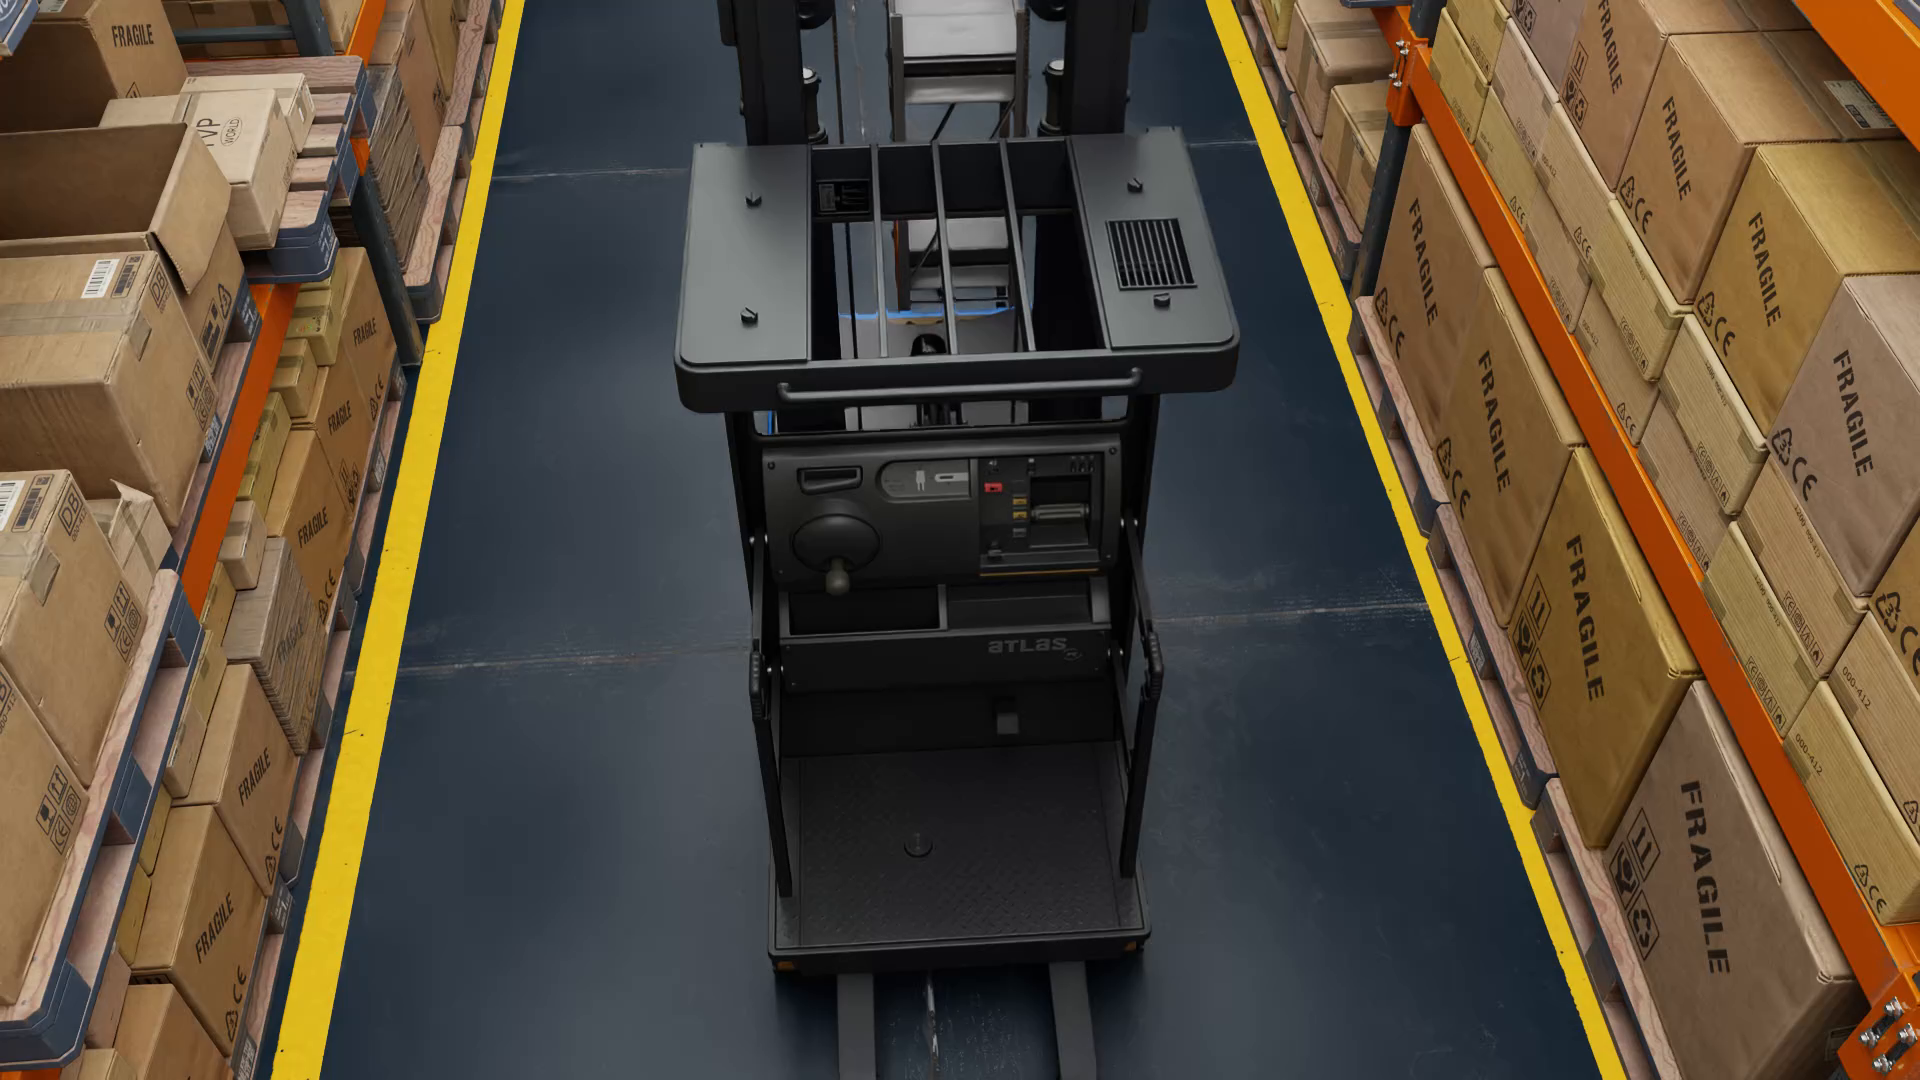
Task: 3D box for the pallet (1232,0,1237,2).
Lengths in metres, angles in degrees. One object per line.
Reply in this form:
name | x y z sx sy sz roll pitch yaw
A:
pallet | 1.928 -3.442 9.364 1.003 0.211 1.213 -3 47 -3

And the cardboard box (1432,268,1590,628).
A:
cardboard box | 2.241 -0.333 5.674 0.875 0.875 0.875 -3 47 -3

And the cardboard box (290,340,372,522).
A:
cardboard box | -2.469 -0.394 5.990 0.500 0.500 0.500 -4 47 -4

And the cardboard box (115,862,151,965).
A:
cardboard box | -2.313 0.965 4.256 0.380 0.149 0.250 -6 47 -5

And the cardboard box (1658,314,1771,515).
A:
cardboard box | 2.153 -0.336 4.261 0.500 0.250 0.500 -2 47 -2

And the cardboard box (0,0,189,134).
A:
cardboard box | -2.863 -1.562 5.305 0.500 0.500 0.500 -2 47 -1

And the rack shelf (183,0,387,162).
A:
rack shelf | -2.918 -2.965 7.487 1.077 0.370 4.000 -3 47 -3

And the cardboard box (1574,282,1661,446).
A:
cardboard box | 2.129 -0.541 4.800 0.500 0.250 0.500 -3 47 -3

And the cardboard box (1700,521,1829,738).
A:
cardboard box | 2.200 0.198 4.100 0.500 0.250 0.500 -4 47 -4

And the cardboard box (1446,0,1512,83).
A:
cardboard box | 1.992 -1.808 5.656 0.500 0.250 0.500 -4 47 -4

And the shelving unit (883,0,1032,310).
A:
shelving unit | -0.016 -0.977 5.729 0.431 2.100 0.503 -3 47 -2

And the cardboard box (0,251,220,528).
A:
cardboard box | -2.342 -0.356 4.163 0.700 0.500 0.500 -4 47 -3

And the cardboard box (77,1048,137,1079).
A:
cardboard box | -2.180 1.345 3.896 0.380 0.149 0.250 -1 47 -1

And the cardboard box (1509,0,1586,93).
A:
cardboard box | 2.045 -1.718 5.053 0.500 0.500 0.500 -3 47 -3

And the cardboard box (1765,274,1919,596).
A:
cardboard box | 2.192 -0.236 3.650 0.500 0.500 0.500 -3 47 -3

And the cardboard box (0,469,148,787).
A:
cardboard box | -2.276 0.212 3.625 0.700 0.500 0.500 -3 47 -3

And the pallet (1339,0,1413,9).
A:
pallet | 2.030 -2.513 6.696 1.213 0.211 1.003 -3 47 -3

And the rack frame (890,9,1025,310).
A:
rack frame | -0.001 -0.800 5.562 0.400 2.100 0.015 -3 47 -2

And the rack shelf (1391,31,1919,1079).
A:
rack shelf | 2.363 -0.375 5.035 1.077 0.370 4.000 -3 47 -3

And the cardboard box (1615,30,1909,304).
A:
cardboard box | 2.111 -0.977 4.352 0.500 0.500 0.500 -3 47 -3

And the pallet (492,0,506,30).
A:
pallet | -2.985 -3.170 9.107 1.003 0.211 1.213 -3 47 -3

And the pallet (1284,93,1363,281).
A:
pallet | 2.132 -1.676 7.692 1.003 0.211 1.213 -3 47 -3

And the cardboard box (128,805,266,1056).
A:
cardboard box | -2.286 1.096 4.579 0.500 0.500 0.500 -4 47 -4

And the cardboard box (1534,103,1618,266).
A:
cardboard box | 2.064 -1.073 4.959 0.500 0.250 0.500 -4 47 -3

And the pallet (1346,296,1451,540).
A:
pallet | 2.187 -0.536 6.612 1.003 0.211 1.213 -3 47 -3

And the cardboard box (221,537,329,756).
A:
cardboard box | -2.361 0.359 5.277 0.500 0.500 0.500 -5 47 -5

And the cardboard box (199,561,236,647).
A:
cardboard box | -2.404 0.211 4.970 0.380 0.149 0.250 -3 47 -3

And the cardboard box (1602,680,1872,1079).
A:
cardboard box | 2.399 0.967 4.442 0.875 0.875 0.875 -2 47 -2

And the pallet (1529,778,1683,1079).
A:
pallet | 2.391 1.230 4.940 1.003 0.211 1.213 -3 47 -3

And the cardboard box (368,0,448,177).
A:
cardboard box | -2.851 -2.017 7.441 0.875 0.625 0.625 -2 47 -2

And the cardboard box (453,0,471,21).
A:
cardboard box | -2.973 -3.048 8.417 0.875 0.625 0.625 -4 47 -4

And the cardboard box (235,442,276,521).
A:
cardboard box | -2.426 -0.168 5.329 0.380 0.149 0.250 -4 47 -4

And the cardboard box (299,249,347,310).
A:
cardboard box | -2.456 -0.931 6.052 0.380 0.149 0.250 -6 47 -5

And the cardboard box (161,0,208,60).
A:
cardboard box | -3.043 -2.023 6.204 0.500 0.250 0.500 -4 47 -4

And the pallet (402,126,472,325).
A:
pallet | -2.780 -1.404 7.435 1.003 0.211 1.213 -3 47 -3

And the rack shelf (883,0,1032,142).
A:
rack shelf | -0.016 -1.449 5.231 0.431 0.518 0.480 -3 47 -2

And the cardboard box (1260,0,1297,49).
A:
cardboard box | 2.031 -2.802 8.359 0.950 0.372 0.625 -2 47 -2

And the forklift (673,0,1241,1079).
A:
forklift | -0.027 0.032 4.201 1.130 2.935 3.031 -3 47 -2

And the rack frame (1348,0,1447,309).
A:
rack frame | 2.196 -2.070 6.144 1.000 3.000 0.127 -3 47 -3

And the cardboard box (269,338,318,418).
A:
cardboard box | -2.425 -0.542 5.683 0.380 0.149 0.250 -5 47 -5

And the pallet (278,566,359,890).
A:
pallet | -2.626 0.617 5.521 1.003 0.211 1.213 -3 47 -3

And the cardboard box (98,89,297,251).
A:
cardboard box | -2.339 -1.114 5.054 0.500 0.250 0.500 -5 47 -5

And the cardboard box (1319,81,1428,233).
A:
cardboard box | 2.158 -1.720 7.333 0.950 0.372 0.625 -6 47 -6

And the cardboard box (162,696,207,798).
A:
cardboard box | -2.334 0.584 4.617 0.380 0.149 0.250 -4 47 -3

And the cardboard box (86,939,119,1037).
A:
cardboard box | -2.250 1.058 3.963 0.380 0.149 0.250 -6 47 -5

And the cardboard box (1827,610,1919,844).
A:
cardboard box | 2.251 0.400 3.564 0.500 0.250 0.500 -4 47 -3

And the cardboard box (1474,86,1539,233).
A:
cardboard box | 2.047 -1.278 5.498 0.500 0.250 0.500 -5 47 -4
